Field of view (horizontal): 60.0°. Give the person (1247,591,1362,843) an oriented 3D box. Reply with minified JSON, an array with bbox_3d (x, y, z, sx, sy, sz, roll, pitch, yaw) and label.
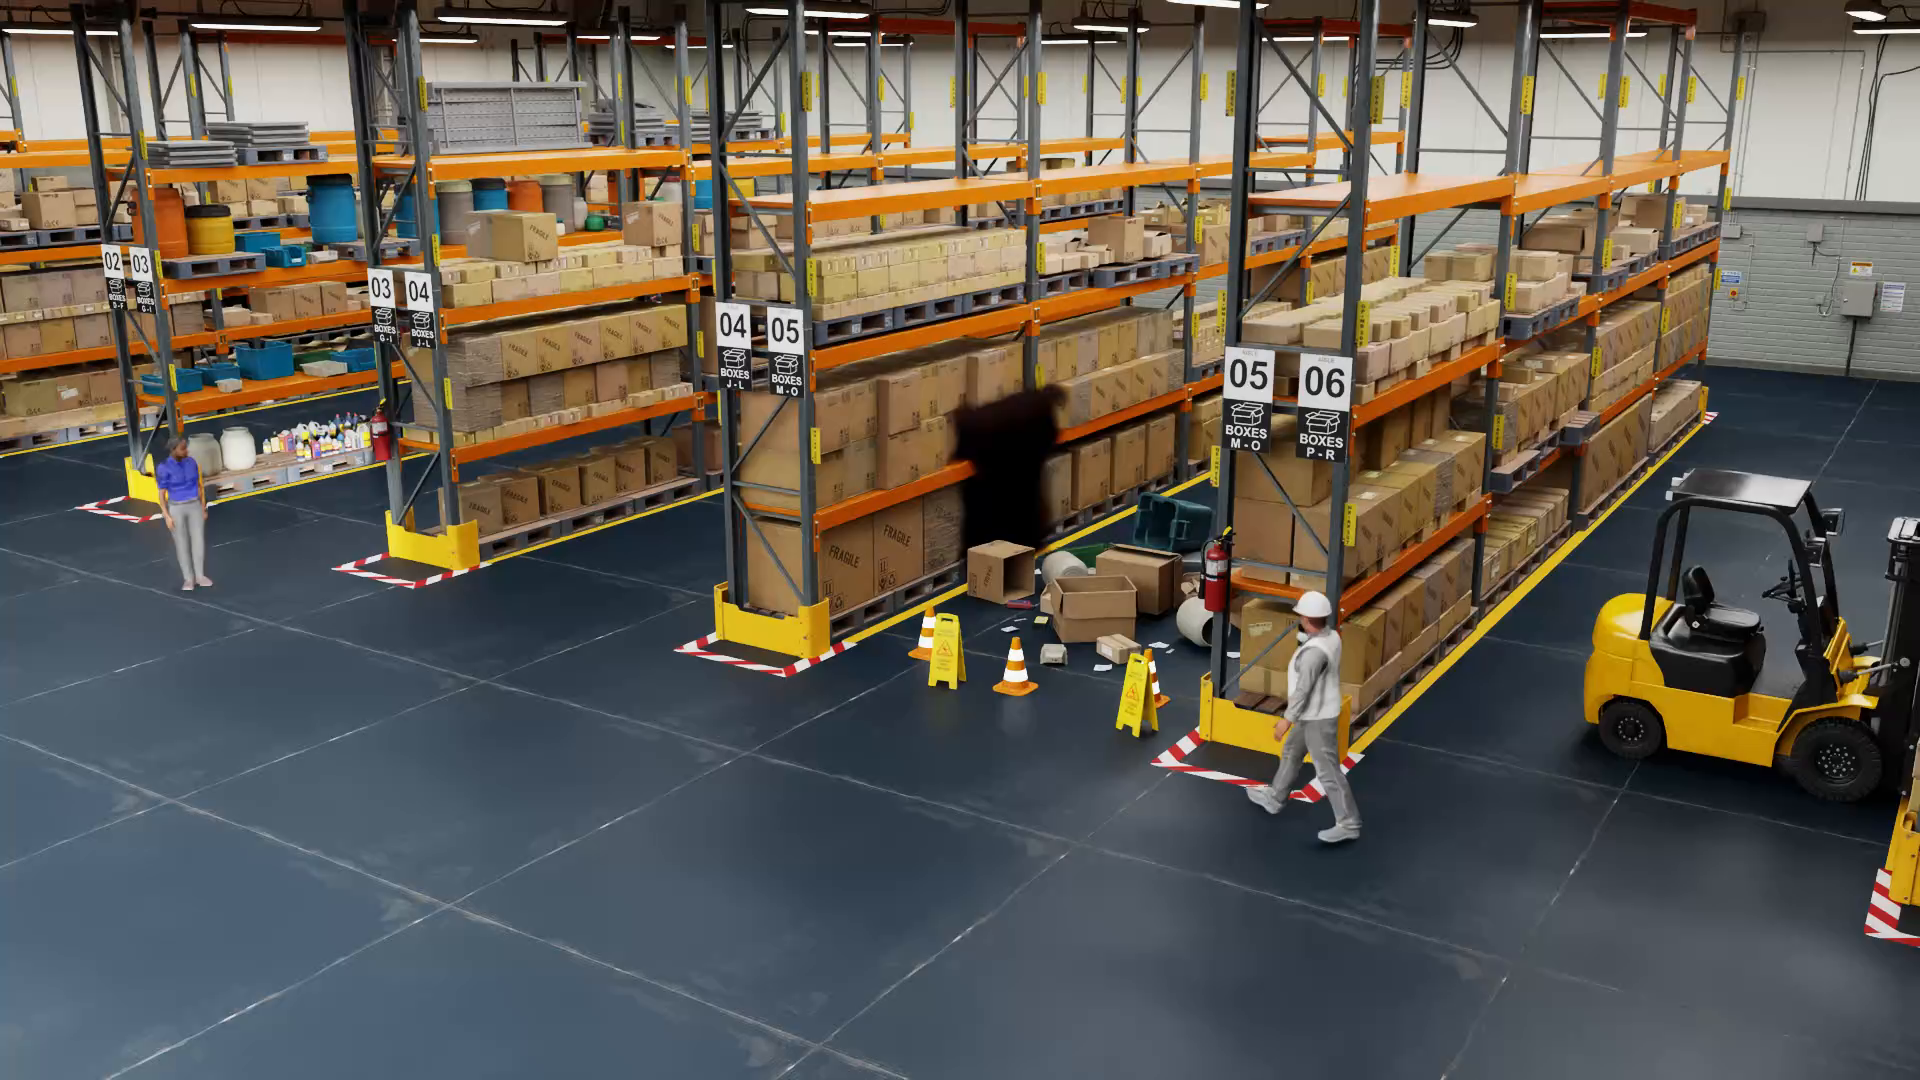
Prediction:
[{"bbox_3d":[2.443,1.196,11.662,0.838,1.746,0.625,4,16,14],"label":"person"}]

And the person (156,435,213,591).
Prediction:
[{"bbox_3d":[-8.041,-0.293,17.219,0.393,1.657,0.490,14,21,40],"label":"person"}]

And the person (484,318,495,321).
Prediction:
[{"bbox_3d":[-8.274,-3.636,29.050,0.700,1.753,1.022,6,17,21],"label":"person"}]
